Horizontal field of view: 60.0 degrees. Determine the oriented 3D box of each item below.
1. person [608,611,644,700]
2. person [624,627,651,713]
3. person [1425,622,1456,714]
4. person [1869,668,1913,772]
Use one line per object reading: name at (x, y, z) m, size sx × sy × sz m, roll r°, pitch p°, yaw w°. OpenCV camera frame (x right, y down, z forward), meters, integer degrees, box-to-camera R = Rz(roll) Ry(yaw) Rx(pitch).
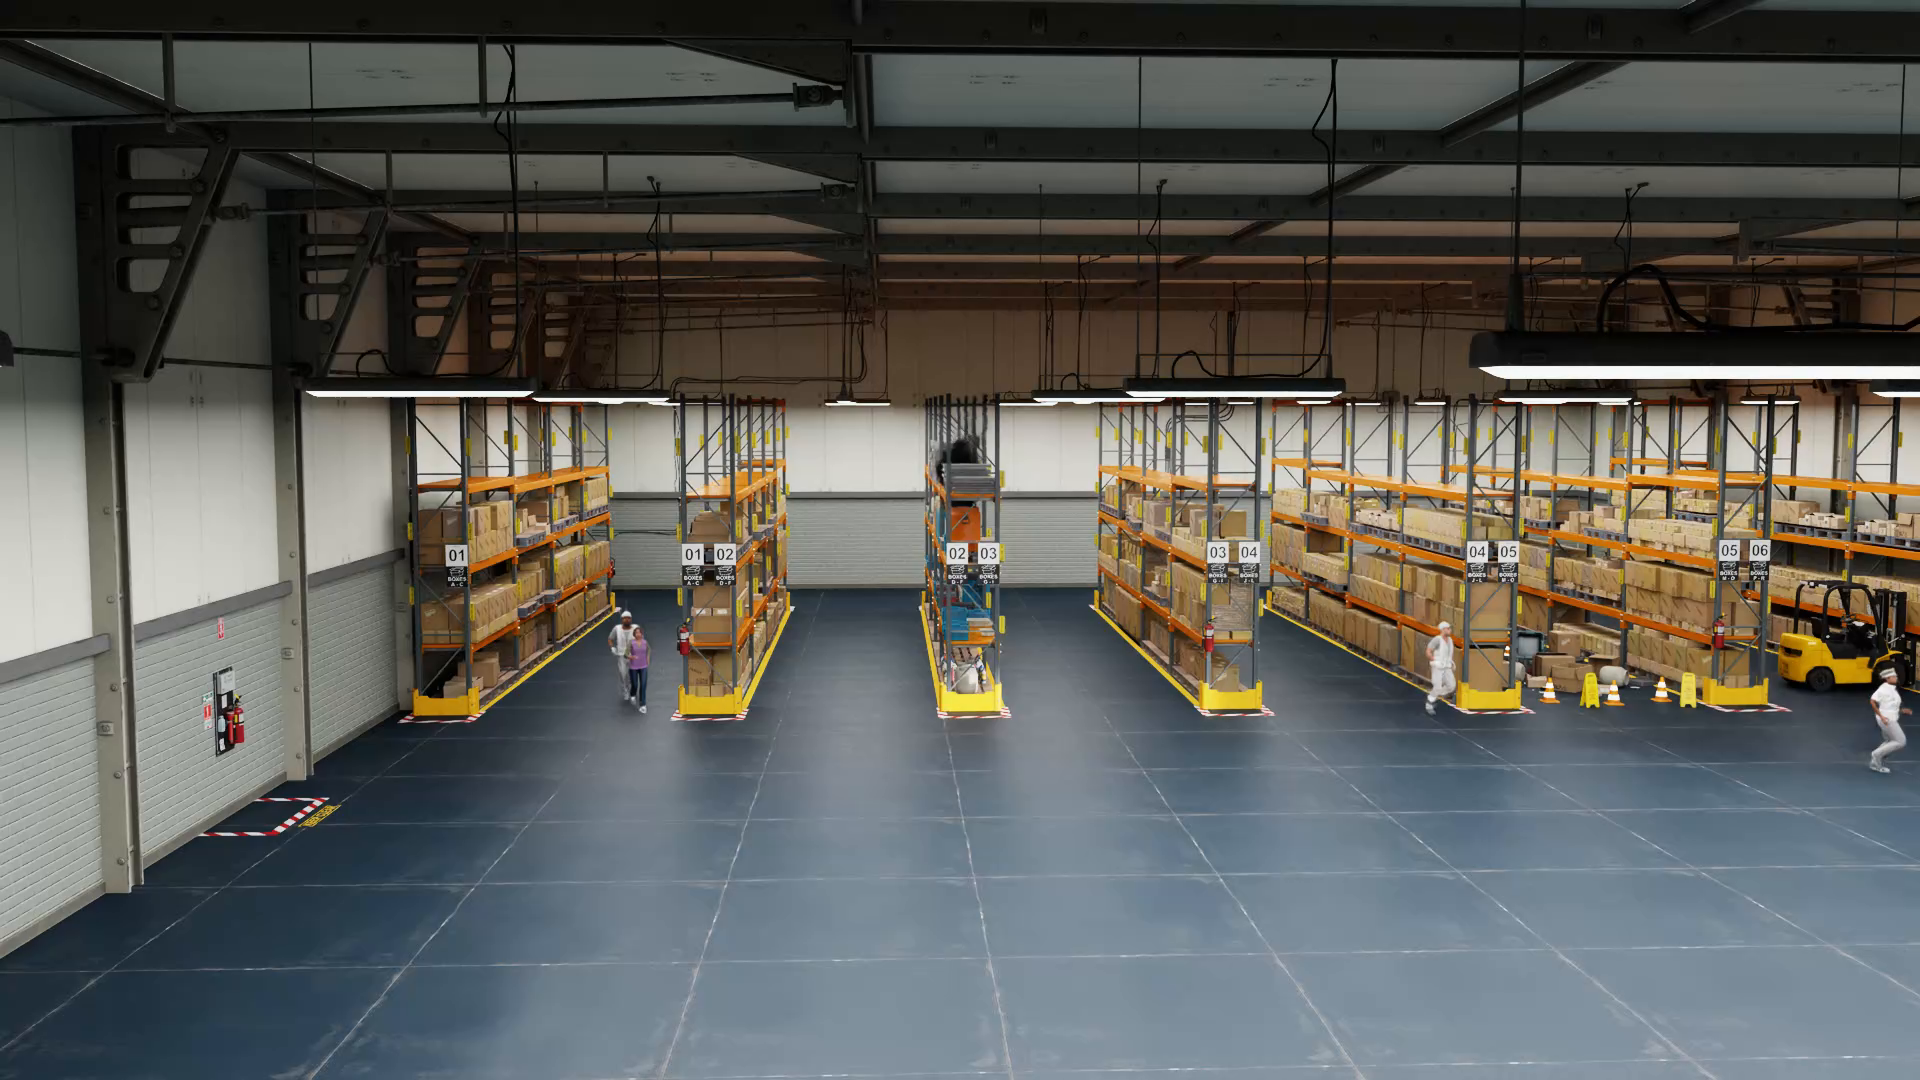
person at (-6.572, 2.264, 32.727) m, size 0.703 × 1.745 × 0.596 m, roll -1°, pitch 5°, yaw -12°
person at (-6.066, 2.426, 31.380) m, size 0.541 × 1.577 × 0.872 m, roll -2°, pitch 5°, yaw -21°
person at (9.081, 2.398, 31.240) m, size 0.713 × 1.723 × 0.533 m, roll -2°, pitch 5°, yaw -28°
person at (14.625, 2.829, 26.105) m, size 0.570 × 1.661 × 0.561 m, roll 4°, pitch 6°, yaw 38°
